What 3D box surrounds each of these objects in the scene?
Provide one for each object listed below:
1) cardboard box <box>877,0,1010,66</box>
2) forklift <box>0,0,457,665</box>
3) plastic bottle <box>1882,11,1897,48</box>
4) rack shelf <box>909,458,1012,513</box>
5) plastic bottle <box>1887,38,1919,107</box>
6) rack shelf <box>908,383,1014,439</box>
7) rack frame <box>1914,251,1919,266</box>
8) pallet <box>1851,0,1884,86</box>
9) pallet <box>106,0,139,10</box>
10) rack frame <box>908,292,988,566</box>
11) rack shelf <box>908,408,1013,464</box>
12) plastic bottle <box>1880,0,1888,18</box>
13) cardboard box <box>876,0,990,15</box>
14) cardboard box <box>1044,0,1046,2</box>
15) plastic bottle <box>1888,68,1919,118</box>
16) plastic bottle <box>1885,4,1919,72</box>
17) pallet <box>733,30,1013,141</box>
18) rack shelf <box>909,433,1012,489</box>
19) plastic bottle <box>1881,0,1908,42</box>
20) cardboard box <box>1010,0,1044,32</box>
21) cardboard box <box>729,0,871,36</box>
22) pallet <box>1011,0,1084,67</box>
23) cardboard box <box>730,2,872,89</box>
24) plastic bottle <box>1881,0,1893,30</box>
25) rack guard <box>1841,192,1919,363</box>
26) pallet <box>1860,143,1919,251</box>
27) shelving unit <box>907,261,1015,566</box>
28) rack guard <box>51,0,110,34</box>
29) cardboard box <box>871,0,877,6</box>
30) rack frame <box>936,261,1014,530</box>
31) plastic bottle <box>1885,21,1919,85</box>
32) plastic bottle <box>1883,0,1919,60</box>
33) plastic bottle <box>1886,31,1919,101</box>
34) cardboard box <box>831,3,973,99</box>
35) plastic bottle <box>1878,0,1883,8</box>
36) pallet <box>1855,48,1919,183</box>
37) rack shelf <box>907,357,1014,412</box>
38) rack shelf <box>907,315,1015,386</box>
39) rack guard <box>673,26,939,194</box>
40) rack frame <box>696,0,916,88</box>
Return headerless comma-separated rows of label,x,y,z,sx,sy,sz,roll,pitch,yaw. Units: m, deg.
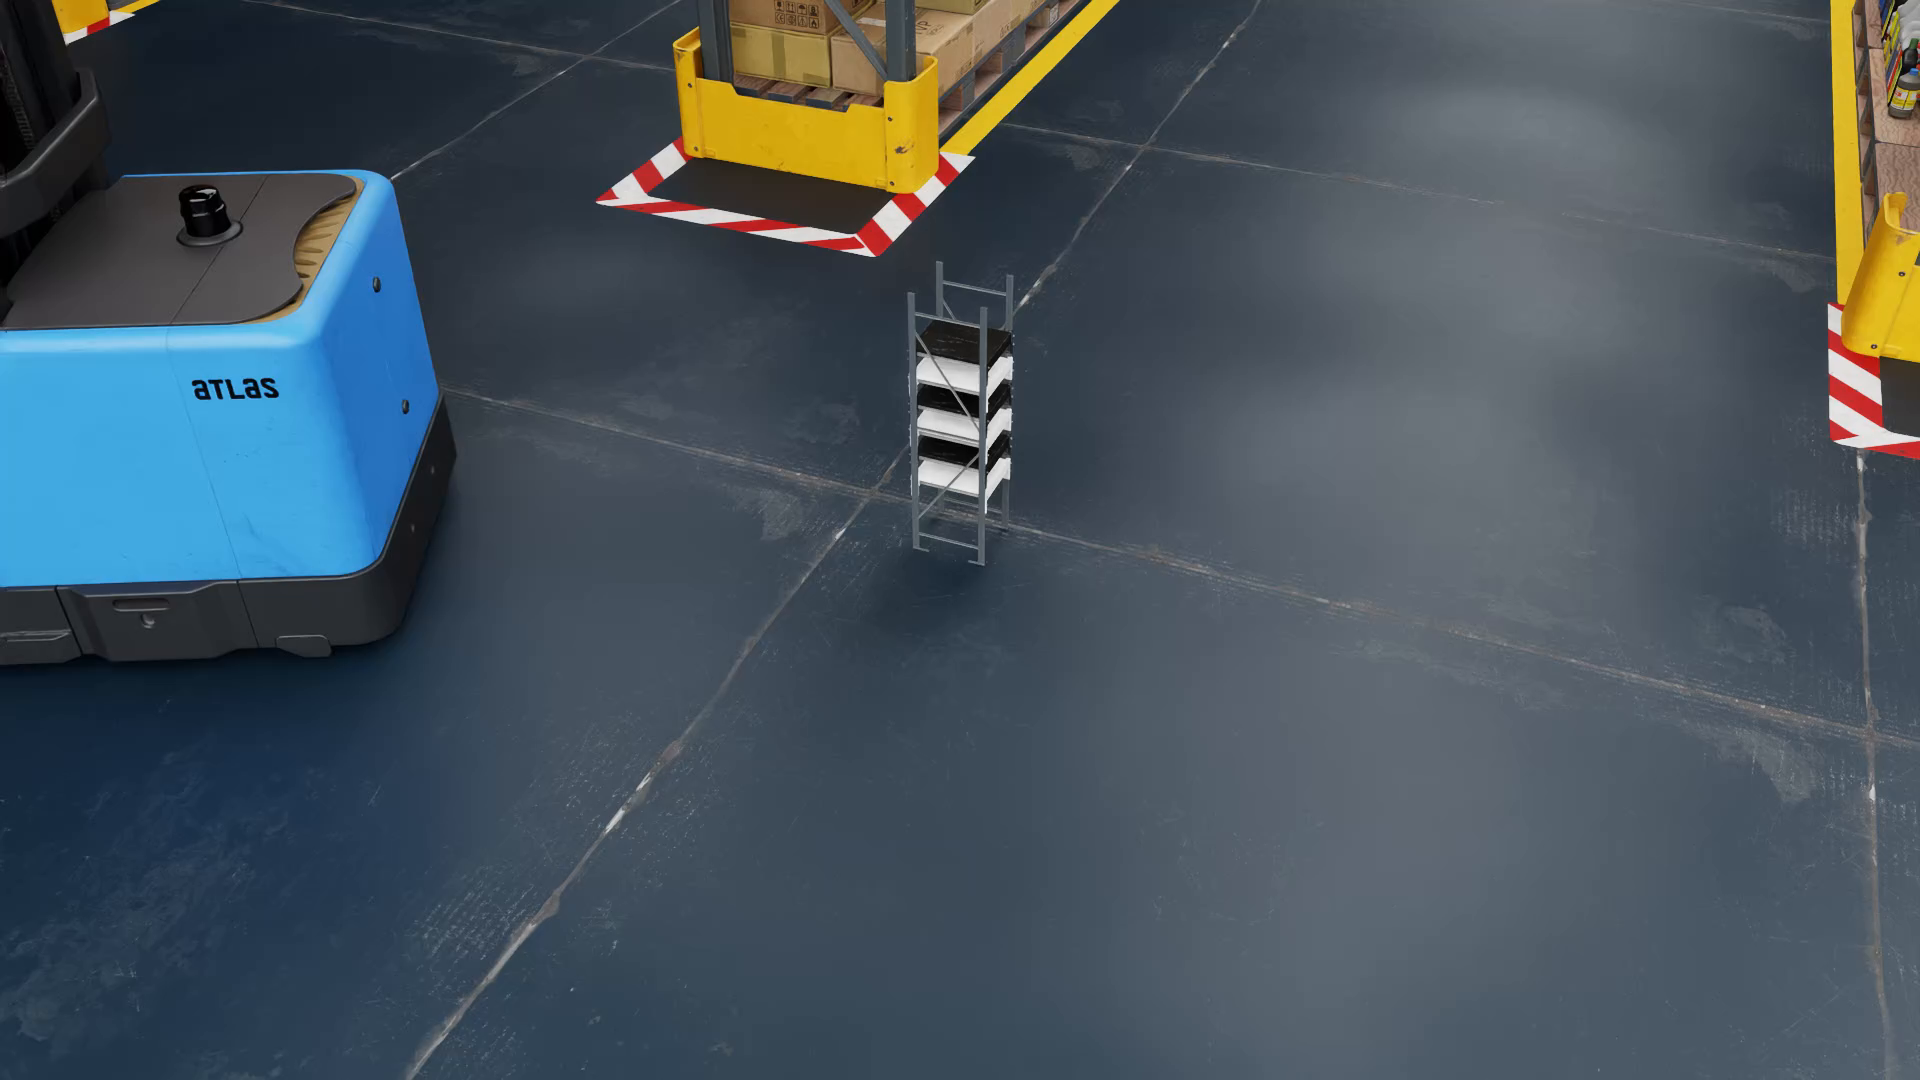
cardboard box,-0.076,-2.537,8.084,0.500,0.250,0.500,14,39,18
forklift,-3.152,-1.085,4.253,3.031,2.935,1.130,-2,37,-3
plastic bottle,4.536,-2.477,8.029,0.097,0.201,0.097,0,37,0
rack shelf,0.003,-0.194,5.114,0.258,0.077,0.200,14,39,18
plastic bottle,4.227,-2.089,7.441,0.061,0.283,0.133,15,39,19
rack shelf,0.003,-0.410,4.953,0.258,0.077,0.200,14,39,18
rack frame,3.906,-1.816,5.173,1.000,3.000,0.127,14,39,18
pallet,5.134,-2.551,8.486,1.003,0.211,1.213,14,39,18
pallet,-4.885,-3.439,9.675,1.003,0.211,1.213,14,39,18
rack frame,-0.036,-0.309,4.911,0.240,0.900,0.006,14,39,18
rack shelf,0.003,-0.338,5.007,0.258,0.077,0.200,14,39,18
plastic bottle,4.738,-2.793,8.326,0.144,0.351,0.185,15,39,19
cardboard box,-0.075,-2.837,7.859,0.500,0.500,0.500,14,39,18
cardboard box,0.309,-3.089,8.823,0.500,0.250,0.500,14,39,18
plastic bottle,4.200,-1.988,7.374,0.097,0.201,0.097,0,37,0
plastic bottle,4.433,-2.350,7.734,0.144,0.351,0.185,15,39,20
pallet,-0.421,-2.262,8.100,1.003,0.211,1.213,14,39,18
rack shelf,0.003,-0.266,5.060,0.258,0.077,0.200,14,39,18
plastic bottle,4.564,-2.580,8.097,0.061,0.283,0.133,16,40,20
cardboard box,0.114,-2.813,8.454,0.500,0.250,0.500,14,39,18
cardboard box,-0.744,-2.678,7.647,0.500,0.500,0.500,14,39,18
pallet,0.045,-2.935,9.000,1.003,0.211,1.213,14,39,18
cardboard box,-0.742,-2.377,7.871,0.500,0.250,0.500,14,39,18
plastic bottle,4.666,-2.688,8.186,0.144,0.351,0.185,12,38,16
rack guard,3.892,-0.867,5.992,1.175,0.500,0.348,14,39,18
pallet,4.206,-1.200,6.679,1.003,0.211,1.213,14,39,18
shelving unit,0.003,-0.365,4.987,0.258,0.900,0.210,14,39,18
rack guard,-5.227,-3.113,8.997,1.175,0.500,0.348,14,39,18
cardboard box,-0.563,-2.657,8.245,0.500,0.250,0.500,14,39,18
rack frame,0.042,-0.421,5.062,0.240,0.900,0.006,14,39,18
plastic bottle,4.374,-2.228,7.632,0.152,0.276,0.135,13,39,16
plastic bottle,4.504,-2.453,7.872,0.144,0.351,0.185,14,39,17
plastic bottle,4.321,-2.151,7.530,0.152,0.276,0.135,14,39,18
cardboard box,-0.263,-2.259,7.713,0.500,0.250,0.500,14,39,18
plastic bottle,4.804,-2.854,8.470,0.152,0.276,0.135,15,39,19
pallet,4.672,-1.873,7.580,1.003,0.211,1.213,14,39,18
rack shelf,0.003,-0.482,4.899,0.258,0.077,0.200,14,39,18
rack shelf,0.003,-0.555,4.845,0.258,0.077,0.200,14,39,18
rack guard,-0.682,-1.931,7.416,1.175,0.500,0.348,14,39,18
rack frame,-0.673,-2.946,6.686,1.000,3.000,0.127,14,39,18
